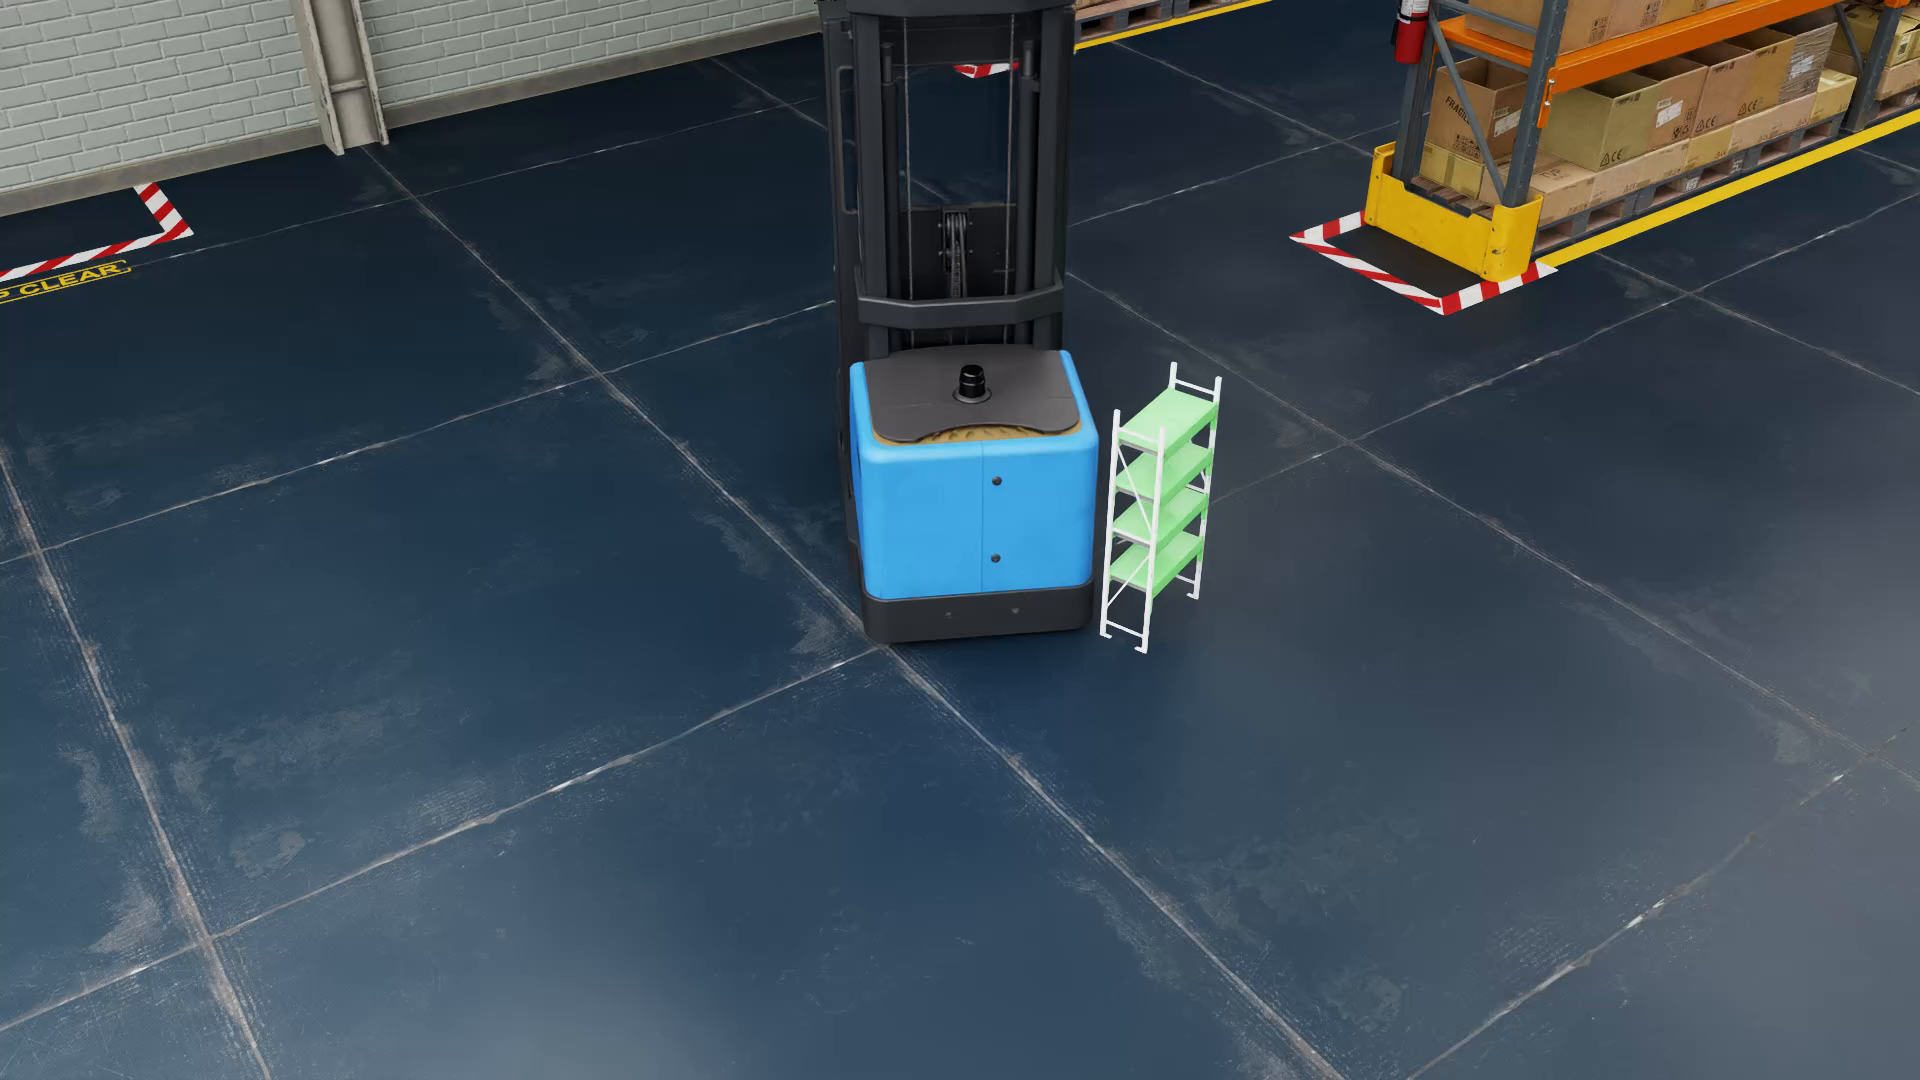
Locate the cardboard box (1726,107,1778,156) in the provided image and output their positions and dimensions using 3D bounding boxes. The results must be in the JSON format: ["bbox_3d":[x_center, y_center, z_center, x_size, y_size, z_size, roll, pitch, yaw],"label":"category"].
[{"bbox_3d":[5.407,-2.977,11.816,0.500,0.250,0.500,-22,41,-28],"label":"cardboard box"}]

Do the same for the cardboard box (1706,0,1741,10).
[{"bbox_3d":[4.858,-3.890,11.004,0.500,0.500,0.700,-21,41,-27],"label":"cardboard box"}]

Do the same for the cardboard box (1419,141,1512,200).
[{"bbox_3d":[3.474,-2.552,11.225,0.500,0.250,0.500,-22,41,-28],"label":"cardboard box"}]

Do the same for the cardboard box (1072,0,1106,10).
[{"bbox_3d":[0.966,-4.816,14.304,0.500,0.311,0.500,-28,44,-33],"label":"cardboard box"}]

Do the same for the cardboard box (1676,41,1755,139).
[{"bbox_3d":[5.000,-3.113,11.362,0.500,0.500,0.500,-22,41,-28],"label":"cardboard box"}]

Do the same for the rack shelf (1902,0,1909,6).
[{"bbox_3d":[8.110,-4.903,13.114,4.000,0.370,1.077,-22,41,-28],"label":"rack shelf"}]

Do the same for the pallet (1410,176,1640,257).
[{"bbox_3d":[3.806,-2.322,11.297,1.213,0.211,1.003,-22,41,-28],"label":"pallet"}]

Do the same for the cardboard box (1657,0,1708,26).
[{"bbox_3d":[4.430,-3.711,10.756,0.500,0.500,0.700,-22,41,-28],"label":"cardboard box"}]

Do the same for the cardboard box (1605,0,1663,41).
[{"bbox_3d":[4.021,-3.547,10.527,0.500,0.500,0.700,-21,41,-27],"label":"cardboard box"}]

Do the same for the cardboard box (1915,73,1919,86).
[{"bbox_3d":[7.366,-3.765,12.911,0.500,0.250,0.500,-21,41,-27],"label":"cardboard box"}]

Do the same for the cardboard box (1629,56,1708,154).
[{"bbox_3d":[4.581,-2.953,11.140,0.500,0.500,0.500,-22,41,-28],"label":"cardboard box"}]

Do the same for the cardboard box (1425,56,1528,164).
[{"bbox_3d":[3.472,-2.858,11.007,0.500,0.500,0.500,-22,41,-28],"label":"cardboard box"}]

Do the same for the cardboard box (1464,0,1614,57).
[{"bbox_3d":[3.594,-3.368,10.279,0.500,0.500,0.700,-22,41,-28],"label":"cardboard box"}]

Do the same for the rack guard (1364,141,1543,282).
[{"bbox_3d":[3.186,-2.154,10.816,0.348,0.500,1.175,-22,41,-28],"label":"rack guard"}]

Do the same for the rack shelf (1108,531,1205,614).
[{"bbox_3d":[0.886,0.114,7.584,0.258,0.148,0.480,22,41,28],"label":"rack shelf"}]

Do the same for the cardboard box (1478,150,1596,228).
[{"bbox_3d":[3.772,-2.305,10.881,0.500,0.250,0.500,-22,41,-28],"label":"cardboard box"}]

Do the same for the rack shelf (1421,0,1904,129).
[{"bbox_3d":[4.840,-3.557,11.243,4.000,0.370,1.077,-22,41,-28],"label":"rack shelf"}]

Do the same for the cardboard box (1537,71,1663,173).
[{"bbox_3d":[4.180,-2.779,10.897,0.500,0.500,0.500,-22,41,-28],"label":"cardboard box"}]

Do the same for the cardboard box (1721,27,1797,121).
[{"bbox_3d":[5.400,-3.288,11.605,0.500,0.500,0.500,-22,41,-28],"label":"cardboard box"}]

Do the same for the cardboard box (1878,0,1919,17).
[{"bbox_3d":[7.369,-3.990,12.744,0.500,0.311,0.500,-23,42,-28],"label":"cardboard box"}]

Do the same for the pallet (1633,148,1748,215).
[{"bbox_3d":[4.803,-2.730,11.865,1.213,0.211,1.003,-22,41,-28],"label":"pallet"}]

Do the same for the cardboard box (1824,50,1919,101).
[{"bbox_3d":[6.948,-3.594,12.673,0.500,0.250,0.500,-23,42,-29],"label":"cardboard box"}]

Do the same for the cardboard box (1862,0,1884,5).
[{"bbox_3d":[7.063,-4.255,13.112,0.500,0.311,0.500,-21,41,-27],"label":"cardboard box"}]

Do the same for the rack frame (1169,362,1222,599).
[{"bbox_3d":[1.026,-0.249,7.569,0.240,1.200,0.015,22,41,28],"label":"rack frame"}]

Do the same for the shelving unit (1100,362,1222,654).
[{"bbox_3d":[0.886,-0.133,7.407,0.258,1.200,0.503,22,41,28],"label":"shelving unit"}]

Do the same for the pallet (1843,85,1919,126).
[{"bbox_3d":[7.055,-3.657,13.153,1.213,0.211,1.003,-22,41,-28],"label":"pallet"}]

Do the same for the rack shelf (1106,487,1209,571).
[{"bbox_3d":[0.886,-0.081,7.444,0.258,0.148,0.480,22,41,28],"label":"rack shelf"}]

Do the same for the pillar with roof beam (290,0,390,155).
[{"bbox_3d":[-2.002,-4.551,6.870,0.400,9.000,9.100,-22,41,-28],"label":"pillar with roof beam"}]

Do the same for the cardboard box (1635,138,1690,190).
[{"bbox_3d":[4.588,-2.643,11.351,0.500,0.250,0.500,-22,41,-28],"label":"cardboard box"}]

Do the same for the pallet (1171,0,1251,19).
[{"bbox_3d":[2.092,-5.097,15.157,1.213,0.211,1.003,-22,41,-28],"label":"pallet"}]

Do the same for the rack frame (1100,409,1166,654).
[{"bbox_3d":[0.746,-0.016,7.245,0.240,1.200,0.015,22,41,28],"label":"rack frame"}]

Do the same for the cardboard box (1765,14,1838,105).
[{"bbox_3d":[5.807,-3.458,11.842,0.500,0.500,0.500,-22,41,-28],"label":"cardboard box"}]

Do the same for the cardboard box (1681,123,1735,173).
[{"bbox_3d":[4.999,-2.809,11.582,0.500,0.250,0.500,-22,41,-28],"label":"cardboard box"}]

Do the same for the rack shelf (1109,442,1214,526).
[{"bbox_3d":[0.886,-0.276,7.304,0.258,0.148,0.480,22,41,28],"label":"rack shelf"}]

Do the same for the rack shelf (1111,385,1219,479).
[{"bbox_3d":[0.886,-0.471,7.164,0.258,0.148,0.480,22,41,28],"label":"rack shelf"}]

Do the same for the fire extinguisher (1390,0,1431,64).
[{"bbox_3d":[2.841,-3.327,10.373,0.183,0.674,0.296,-22,41,-28],"label":"fire extinguisher"}]

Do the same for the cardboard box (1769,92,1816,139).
[{"bbox_3d":[5.808,-3.153,12.060,0.500,0.250,0.500,-22,41,-28],"label":"cardboard box"}]

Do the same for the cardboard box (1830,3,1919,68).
[{"bbox_3d":[6.956,-3.824,12.513,0.500,0.311,0.500,-22,41,-28],"label":"cardboard box"}]

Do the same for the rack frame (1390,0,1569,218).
[{"bbox_3d":[3.206,-3.177,10.098,0.127,3.000,1.000,-22,41,-28],"label":"rack frame"}]

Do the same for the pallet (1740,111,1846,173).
[{"bbox_3d":[5.801,-3.143,12.439,1.213,0.211,1.003,-22,41,-28],"label":"pallet"}]

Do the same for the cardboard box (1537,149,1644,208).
[{"bbox_3d":[4.179,-2.475,11.118,0.500,0.250,0.500,-22,41,-28],"label":"cardboard box"}]

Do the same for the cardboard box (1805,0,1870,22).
[{"bbox_3d":[6.641,-4.077,12.865,0.500,0.311,0.500,-22,41,-28],"label":"cardboard box"}]

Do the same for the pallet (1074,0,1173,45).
[{"bbox_3d":[1.095,-4.690,14.590,1.213,0.211,1.003,-22,41,-28],"label":"pallet"}]

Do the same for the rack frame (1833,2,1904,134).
[{"bbox_3d":[6.475,-4.522,11.969,0.127,3.000,1.000,-22,41,-28],"label":"rack frame"}]

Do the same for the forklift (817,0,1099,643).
[{"bbox_3d":[-0.077,-1.574,7.928,1.130,2.935,3.031,-4,36,-5],"label":"forklift"}]

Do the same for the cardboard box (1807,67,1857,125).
[{"bbox_3d":[6.222,-3.316,12.287,0.500,0.250,0.500,-22,41,-28],"label":"cardboard box"}]
